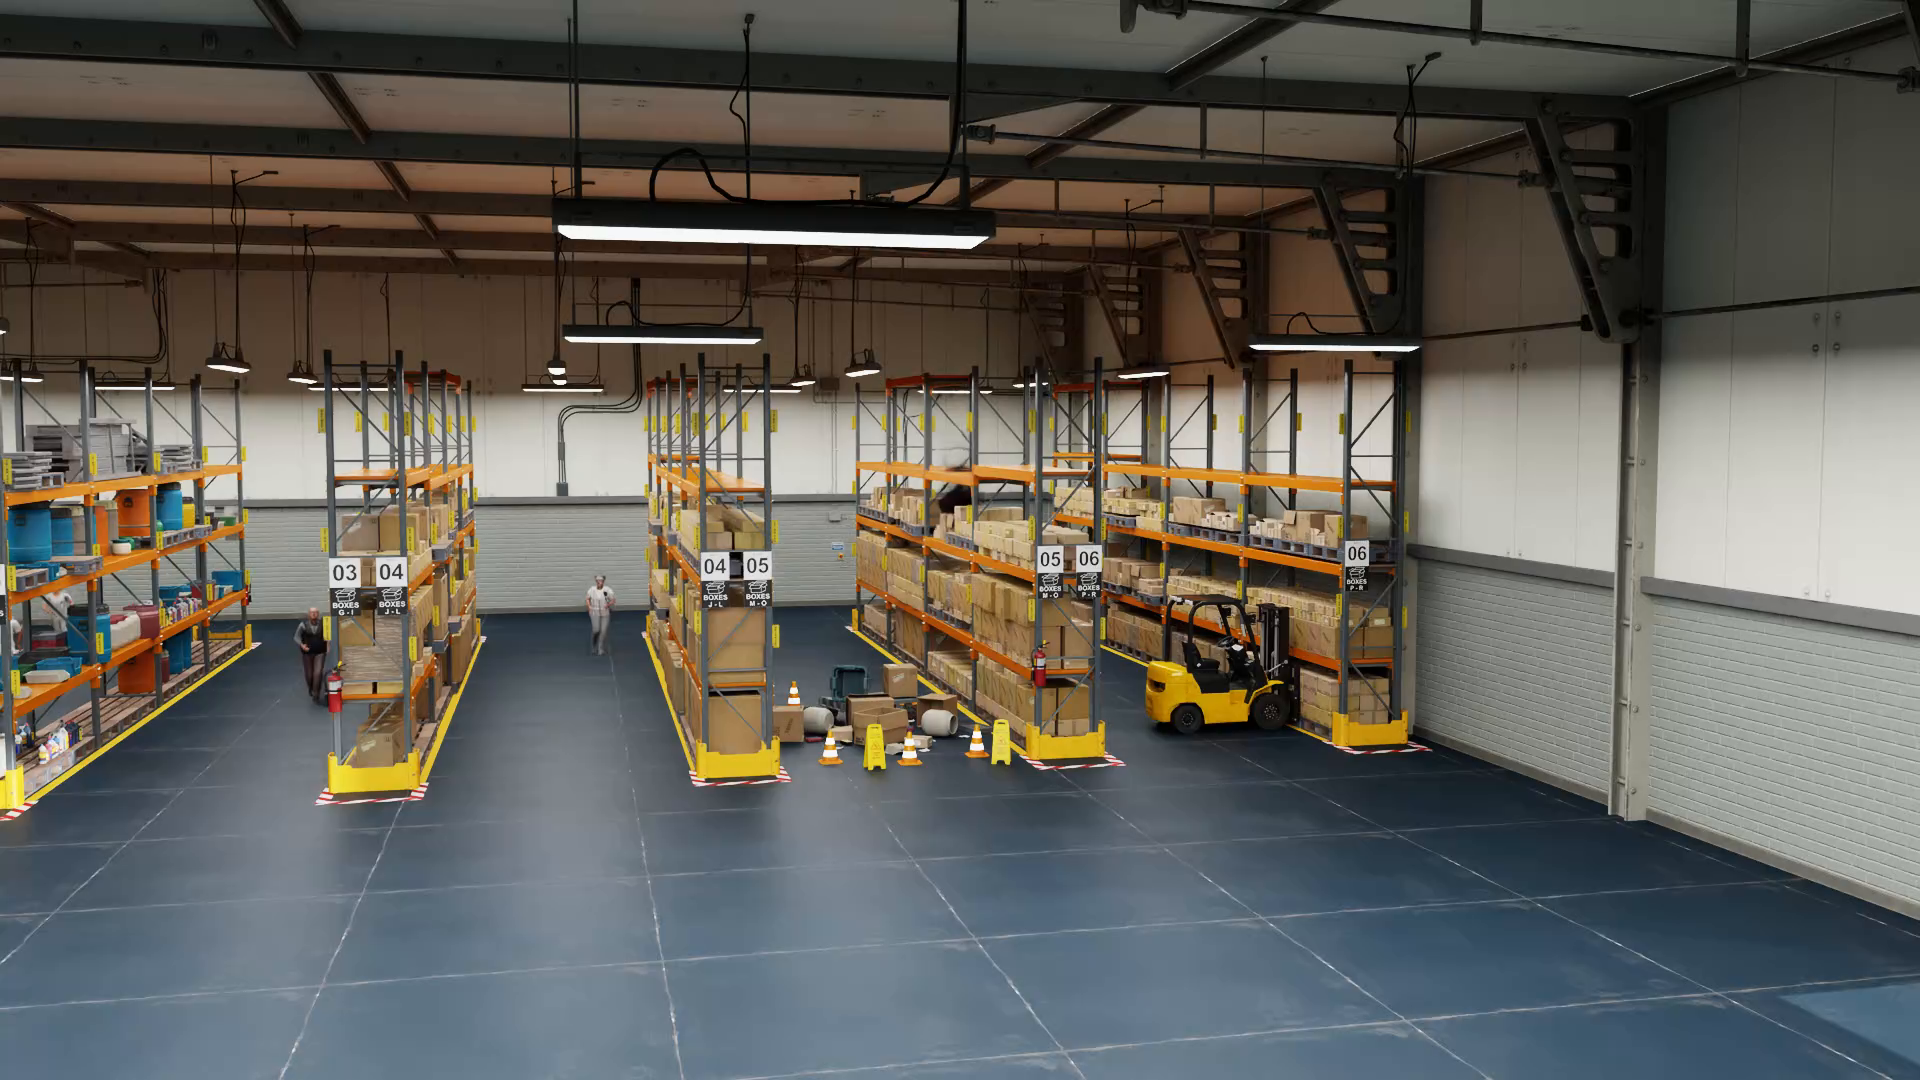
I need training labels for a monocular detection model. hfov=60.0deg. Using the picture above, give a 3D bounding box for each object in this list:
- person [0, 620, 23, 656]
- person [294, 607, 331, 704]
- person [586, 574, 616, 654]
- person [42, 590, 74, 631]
[{"bbox_3d":[-17.274,2.043,29.970,0.682,1.762,0.926,-2,4,-27],"label":"person"},{"bbox_3d":[-11.681,2.069,30.068,0.665,1.710,0.821,-2,4,-21],"label":"person"},{"bbox_3d":[-7.787,1.617,36.059,0.639,1.760,0.624,-1,4,-12],"label":"person"},{"bbox_3d":[-19.380,1.710,35.755,0.598,1.665,0.859,-2,4,-24],"label":"person"}]
